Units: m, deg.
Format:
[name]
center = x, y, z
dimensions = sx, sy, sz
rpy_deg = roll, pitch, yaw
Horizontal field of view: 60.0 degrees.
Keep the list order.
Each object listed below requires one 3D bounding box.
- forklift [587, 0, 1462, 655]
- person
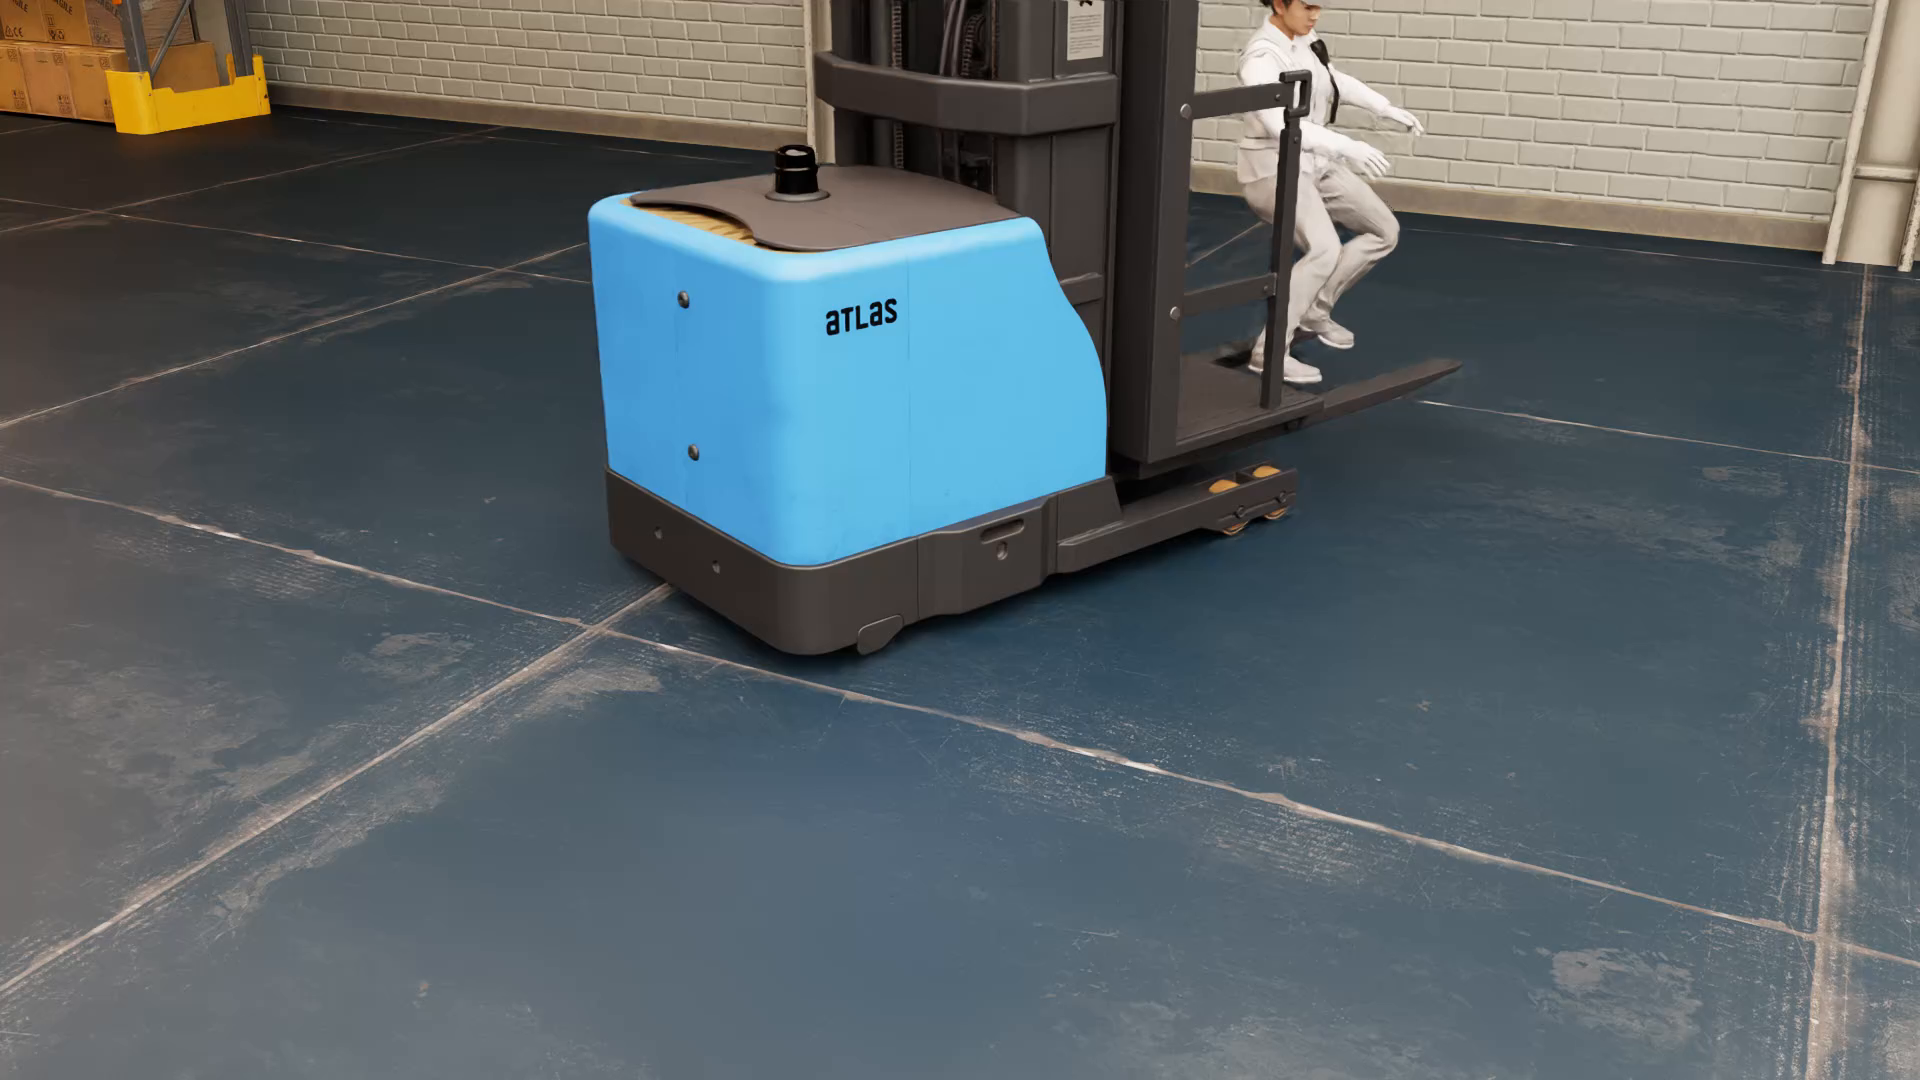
[forklift]
center = 0.434, -1.508, 4.868
dimensions = 3.031, 2.935, 1.130
rpy_deg = -18, 29, -36
[person]
center = 1.320, -1.338, 5.980
dimensions = 0.694, 1.437, 0.847
rpy_deg = 17, 28, 34
